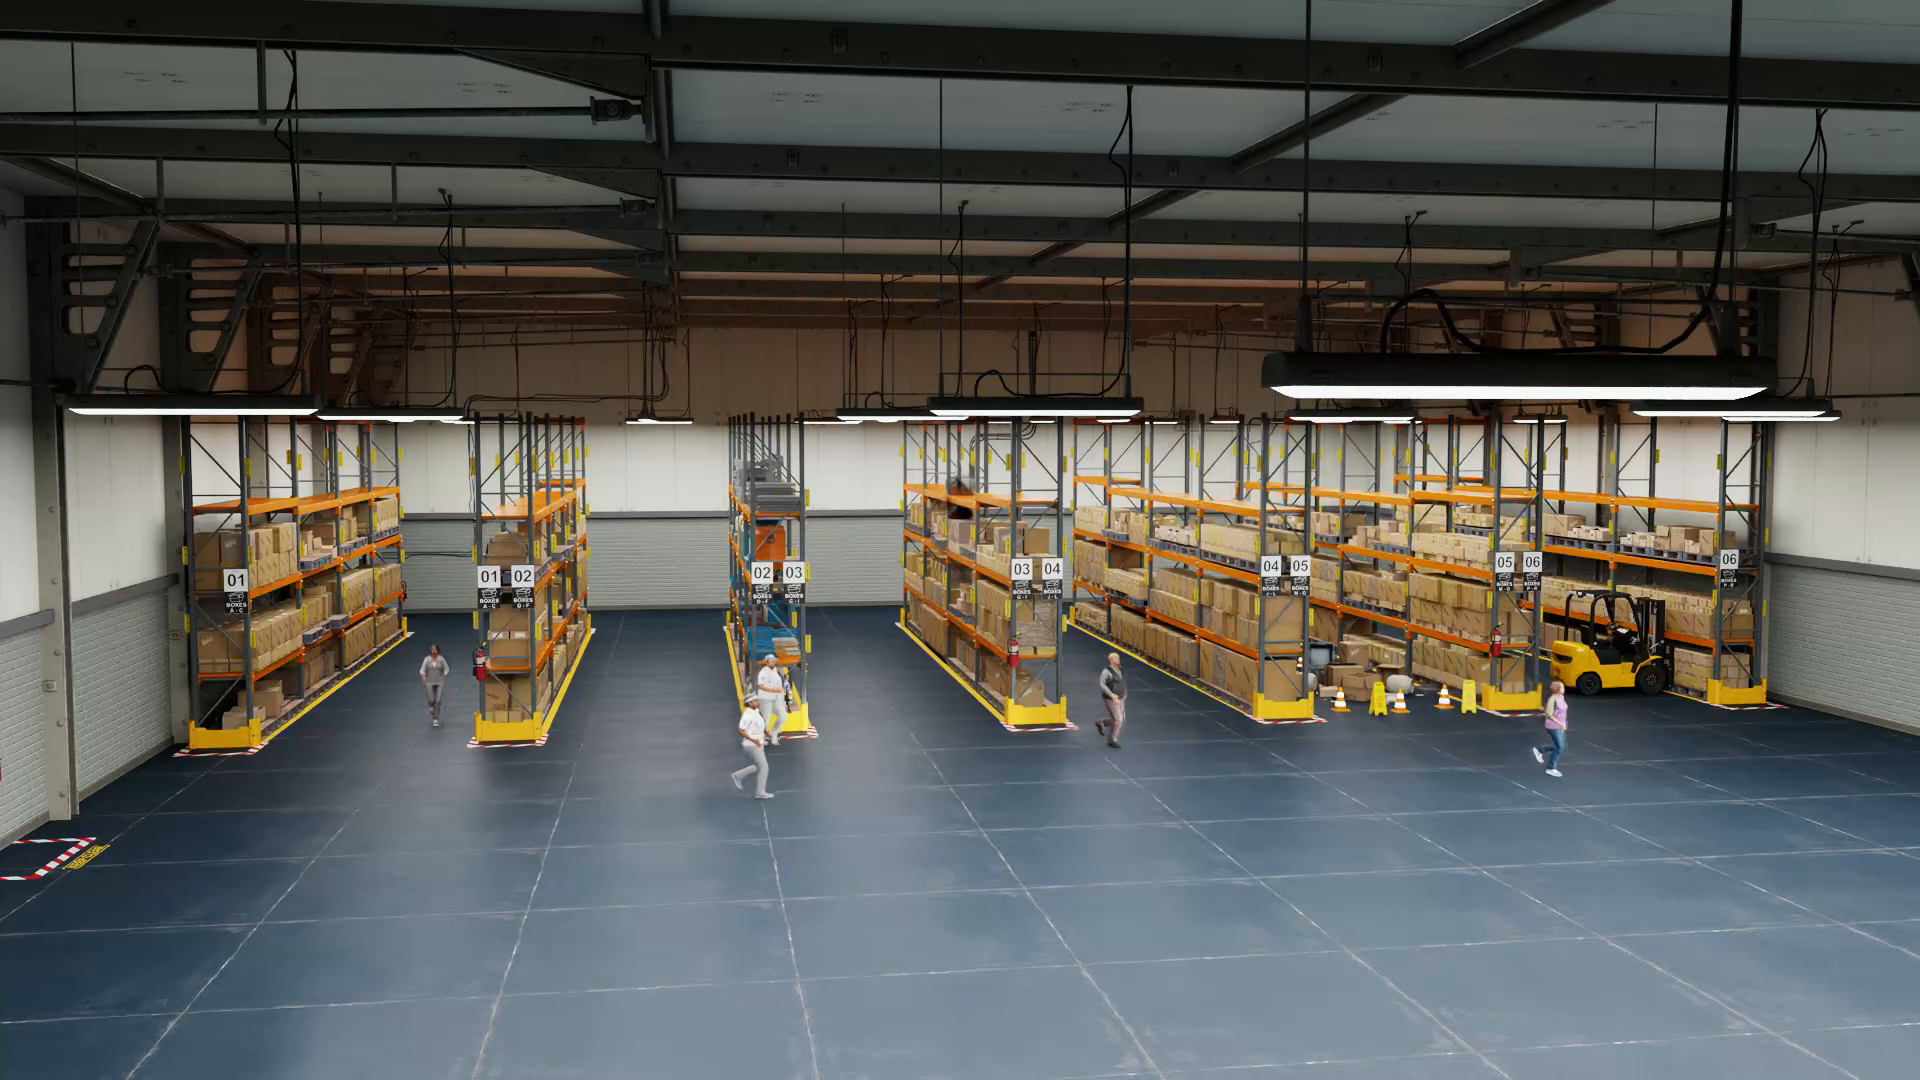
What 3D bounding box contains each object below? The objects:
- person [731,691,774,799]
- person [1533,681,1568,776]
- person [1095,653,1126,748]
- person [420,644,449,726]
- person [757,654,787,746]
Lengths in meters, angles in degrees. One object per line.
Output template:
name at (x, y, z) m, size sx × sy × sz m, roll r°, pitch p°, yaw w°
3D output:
person at (-3.221, 3.149, 25.624) m, size 0.701 × 1.654 × 0.580 m, roll 1°, pitch 4°, yaw 9°
person at (9.752, 3.090, 27.401) m, size 0.610 × 1.573 × 0.554 m, roll 3°, pitch 5°, yaw 39°
person at (2.687, 2.857, 29.847) m, size 0.651 × 1.706 × 0.668 m, roll 3°, pitch 5°, yaw 40°
person at (-10.106, 2.777, 32.007) m, size 0.538 × 1.557 × 0.549 m, roll -1°, pitch 4°, yaw -18°
person at (-3.375, 2.885, 29.824) m, size 0.676 × 1.694 × 0.637 m, roll 3°, pitch 5°, yaw 35°
